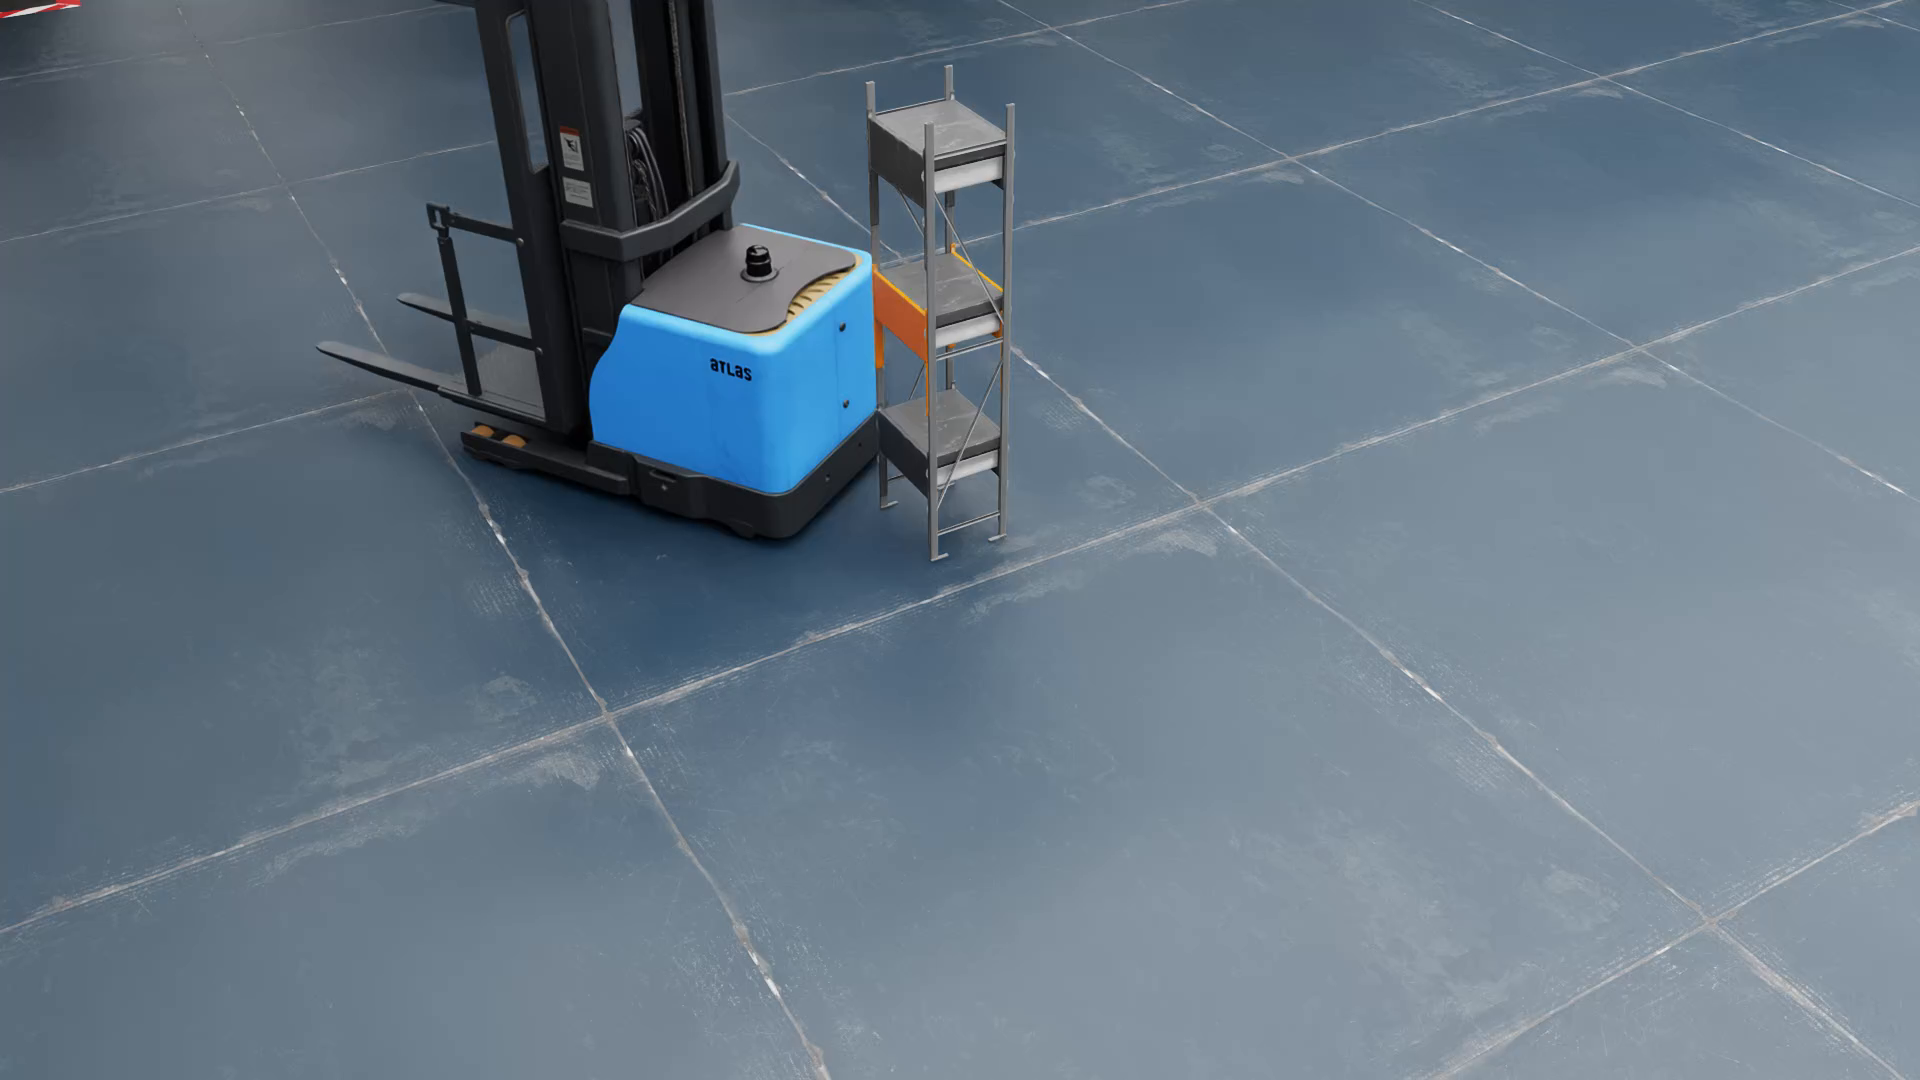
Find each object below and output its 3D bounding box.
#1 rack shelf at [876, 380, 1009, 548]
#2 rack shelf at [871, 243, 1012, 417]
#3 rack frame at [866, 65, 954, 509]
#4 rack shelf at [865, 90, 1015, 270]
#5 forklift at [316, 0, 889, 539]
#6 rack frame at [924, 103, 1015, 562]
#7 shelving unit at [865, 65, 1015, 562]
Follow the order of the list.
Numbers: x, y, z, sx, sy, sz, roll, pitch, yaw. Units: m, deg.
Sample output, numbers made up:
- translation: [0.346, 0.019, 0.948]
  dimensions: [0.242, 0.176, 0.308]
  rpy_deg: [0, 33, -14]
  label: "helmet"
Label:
- translation: [-0.083, -0.356, 7.667]
  dimensions: [0.431, 0.518, 0.480]
  rpy_deg: [-19, 40, -24]
  label: "rack shelf"
- translation: [-0.083, -0.921, 7.254]
  dimensions: [0.431, 0.518, 0.480]
  rpy_deg: [-19, 40, -24]
  label: "rack shelf"
- translation: [-0.206, -1.057, 7.417]
  dimensions: [0.400, 2.100, 0.015]
  rpy_deg: [-19, 40, -24]
  label: "rack frame"
- translation: [-0.083, -1.487, 6.841]
  dimensions: [0.431, 0.518, 0.480]
  rpy_deg: [-19, 40, -24]
  label: "rack shelf"
- translation: [-1.902, -1.792, 7.719]
  dimensions: [3.031, 2.935, 1.130]
  rpy_deg: [17, 39, 22]
  label: "forklift"
- translation: [0.039, -0.808, 7.076]
  dimensions: [0.400, 2.100, 0.015]
  rpy_deg: [-19, 40, -24]
  label: "rack frame"
- translation: [-0.083, -0.932, 7.246]
  dimensions: [0.431, 2.100, 0.503]
  rpy_deg: [-19, 40, -24]
  label: "shelving unit"
